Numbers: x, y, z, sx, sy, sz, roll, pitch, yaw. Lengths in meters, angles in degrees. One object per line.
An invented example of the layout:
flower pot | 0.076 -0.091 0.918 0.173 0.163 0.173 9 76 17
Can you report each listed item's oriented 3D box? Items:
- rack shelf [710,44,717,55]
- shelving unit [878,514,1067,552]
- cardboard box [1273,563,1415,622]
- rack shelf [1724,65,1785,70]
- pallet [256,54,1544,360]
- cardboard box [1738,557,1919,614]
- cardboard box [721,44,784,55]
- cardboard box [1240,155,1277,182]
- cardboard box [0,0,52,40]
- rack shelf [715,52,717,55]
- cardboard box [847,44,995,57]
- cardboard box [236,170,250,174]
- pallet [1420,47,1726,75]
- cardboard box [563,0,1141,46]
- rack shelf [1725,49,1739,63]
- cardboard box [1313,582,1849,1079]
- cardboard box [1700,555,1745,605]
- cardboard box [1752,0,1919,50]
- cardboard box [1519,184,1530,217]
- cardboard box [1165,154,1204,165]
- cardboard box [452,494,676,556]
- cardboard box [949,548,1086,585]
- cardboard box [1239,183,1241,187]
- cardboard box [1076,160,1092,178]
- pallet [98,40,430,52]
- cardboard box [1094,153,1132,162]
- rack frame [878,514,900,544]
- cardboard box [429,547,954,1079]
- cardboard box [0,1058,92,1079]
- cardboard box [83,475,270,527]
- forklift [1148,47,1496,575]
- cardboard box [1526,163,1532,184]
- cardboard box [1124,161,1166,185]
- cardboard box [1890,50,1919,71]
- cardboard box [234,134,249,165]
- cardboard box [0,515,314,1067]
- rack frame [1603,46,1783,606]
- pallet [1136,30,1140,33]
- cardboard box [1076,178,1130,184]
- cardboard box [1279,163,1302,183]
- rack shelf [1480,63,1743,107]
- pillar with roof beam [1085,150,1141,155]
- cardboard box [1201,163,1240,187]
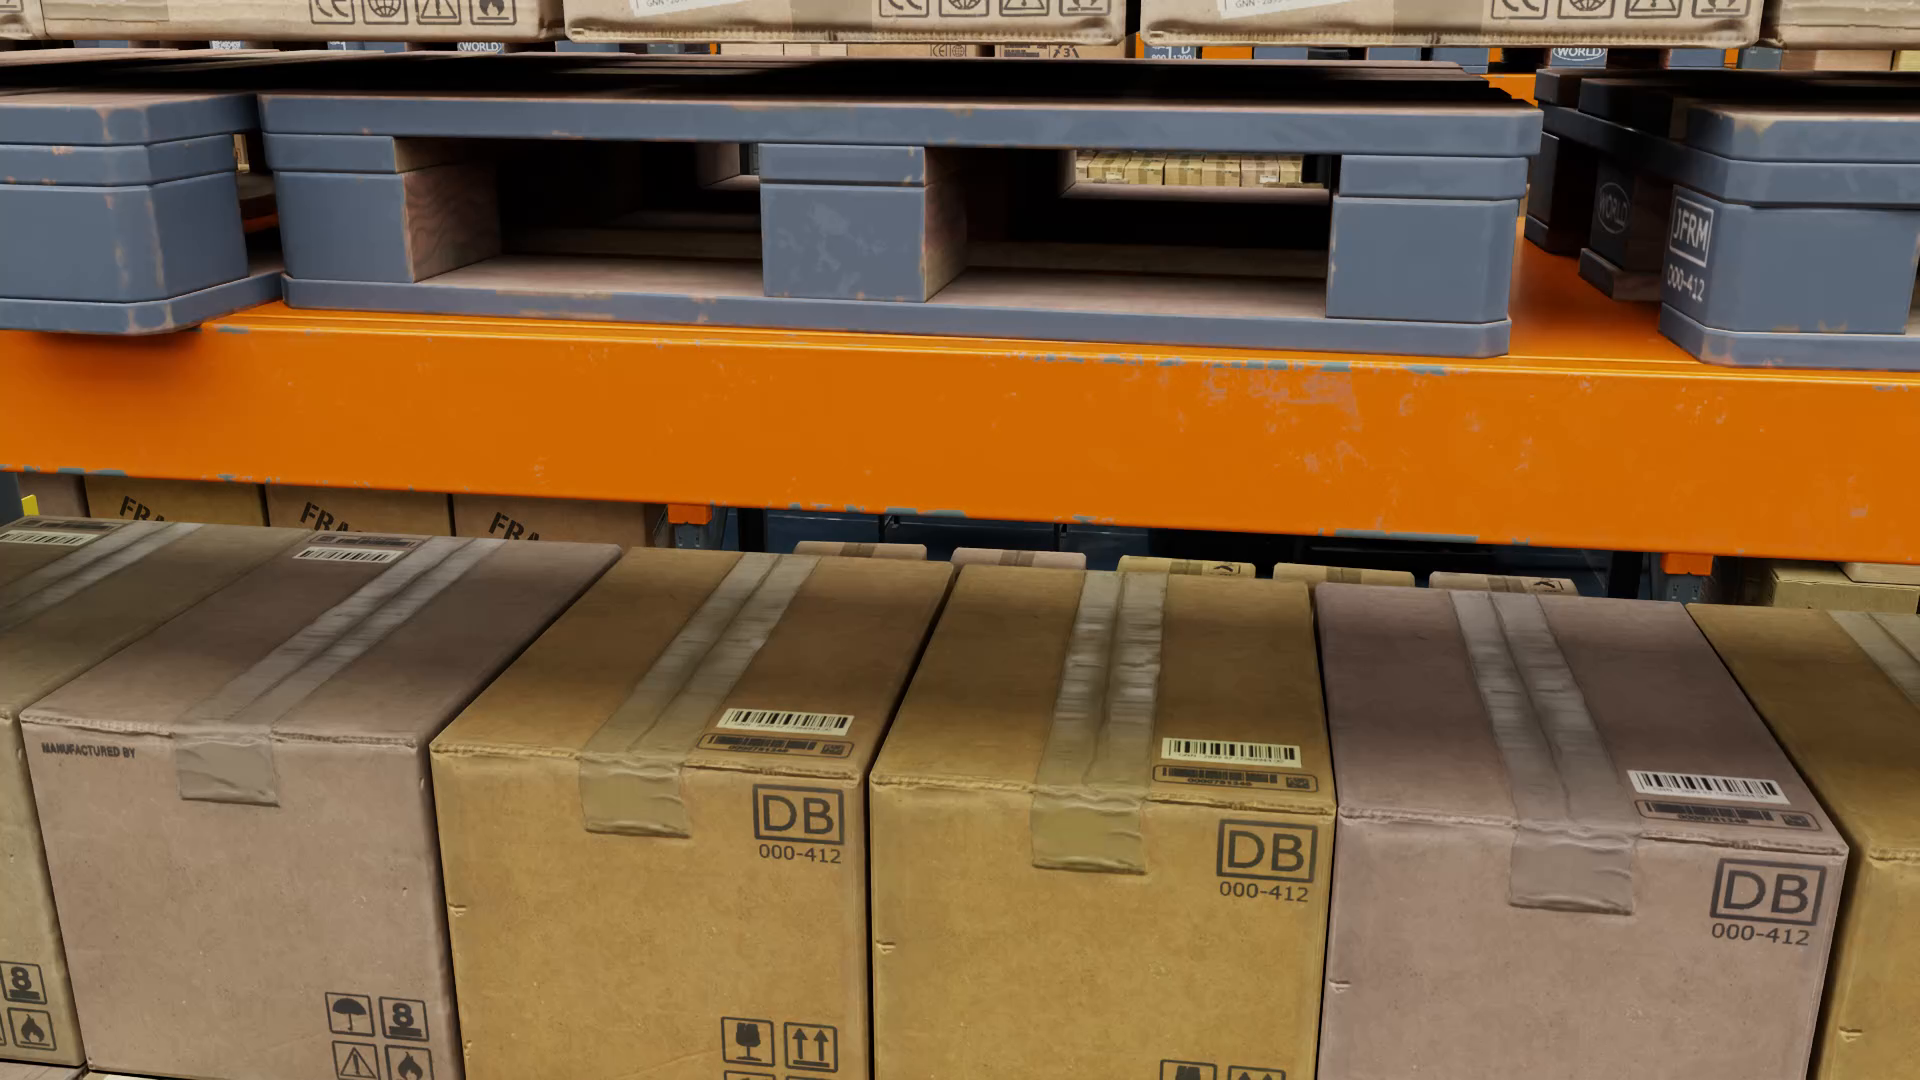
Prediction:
rack shelf | -2.259 -3.482 11.888 4.000 0.370 1.077 3 19 9
shelving unit | 0.084 -0.707 9.552 1.048 1.500 0.538 3 19 9
cardboard box | 1.653 0.443 7.231 0.625 0.372 0.950 4 19 12
rack shelf | 4.856 -1.524 6.036 4.000 0.370 1.077 3 19 9
pallet | -0.005 -0.450 1.992 1.213 0.211 1.003 4 19 11
cardboard box | 3.421 0.320 6.608 0.500 0.500 0.500 4 19 11
cardboard box | -0.784 -1.979 6.658 0.250 0.149 0.380 3 19 9
cardboard box | 2.102 -2.619 11.723 0.250 0.149 0.380 3 19 8
cardboard box | -1.074 -0.710 1.792 0.500 0.311 0.500 3 19 9
rack shelf | -3.043 -1.926 7.240 4.000 0.370 1.077 3 19 9
cardboard box | -0.134 -2.164 6.657 0.500 0.500 0.700 3 19 9
cardboard box | -3.013 -1.447 7.666 0.500 0.500 0.500 3 19 10
pallet | 2.289 -1.941 6.445 1.003 0.211 1.213 3 19 9
cardboard box | -0.072 -0.659 1.639 0.500 0.311 0.500 3 19 8
rack shelf | 5.640 -3.079 10.685 4.000 0.370 1.077 3 19 9
cardboard box | 0.698 0.417 2.096 0.500 0.500 0.700 3 19 9
cardboard box | 3.508 0.152 7.112 0.500 0.500 0.500 3 19 8
cardboard box | 0.942 -0.578 1.494 0.500 0.250 0.500 3 19 8
cardboard box | 2.473 -1.373 6.868 0.250 0.149 0.380 3 19 8
cardboard box | 1.588 -2.631 11.758 0.250 0.149 0.380 3 19 10
cardboard box | -1.737 0.003 7.753 0.875 0.875 0.875 3 19 8
cardboard box | 0.218 0.369 7.453 0.625 0.372 0.950 3 19 8
cardboard box | 2.127 -2.260 11.279 0.500 0.250 0.500 3 19 10
cardboard box | 0.765 -2.519 11.425 0.250 0.149 0.380 3 19 9
pallet | -2.817 -2.149 7.067 1.213 0.211 1.003 4 19 11
cardboard box | 1.090 -2.663 11.856 0.250 0.149 0.380 3 19 8
rack frame | -0.418 -0.733 9.629 0.032 1.500 0.500 3 19 9
cardboard box | -0.305 0.366 2.249 0.500 0.500 0.700 3 19 8
cardboard box | -1.353 0.871 2.314 0.500 0.500 0.500 3 19 9
cardboard box | -3.499 -0.088 8.026 0.875 0.875 0.875 3 19 10
forklift | 2.612 -1.344 9.202 3.031 2.935 1.130 1 19 4
cardboard box | 4.023 -2.518 11.420 0.250 0.149 0.380 3 19 8
cardboard box | 1.260 -2.485 11.322 0.250 0.149 0.380 3 19 10
cardboard box | 3.400 -1.722 5.892 0.250 0.149 0.380 3 19 9
cardboard box | -5.662 -3.085 12.881 0.500 0.500 0.500 2 19 7
cardboard box | -1.312 0.316 2.399 0.500 0.500 0.700 3 19 8
rack frame | 2.881 -0.543 6.699 0.127 3.000 1.000 3 19 9
pallet | 1.504 -3.571 11.319 1.213 0.211 1.003 4 19 11
cardboard box | 0.592 -1.446 7.086 0.250 0.149 0.380 2 19 6
cardboard box | 2.272 -2.442 11.193 0.250 0.149 0.380 2 19 7
rack shelf | 0.907 -1.725 6.638 4.000 0.370 1.077 3 19 9
pillar with roof beam | 0.463 -4.013 7.614 0.400 9.000 9.100 3 19 9
cardboard box | 1.752 -2.445 11.204 0.250 0.149 0.380 2 19 7
